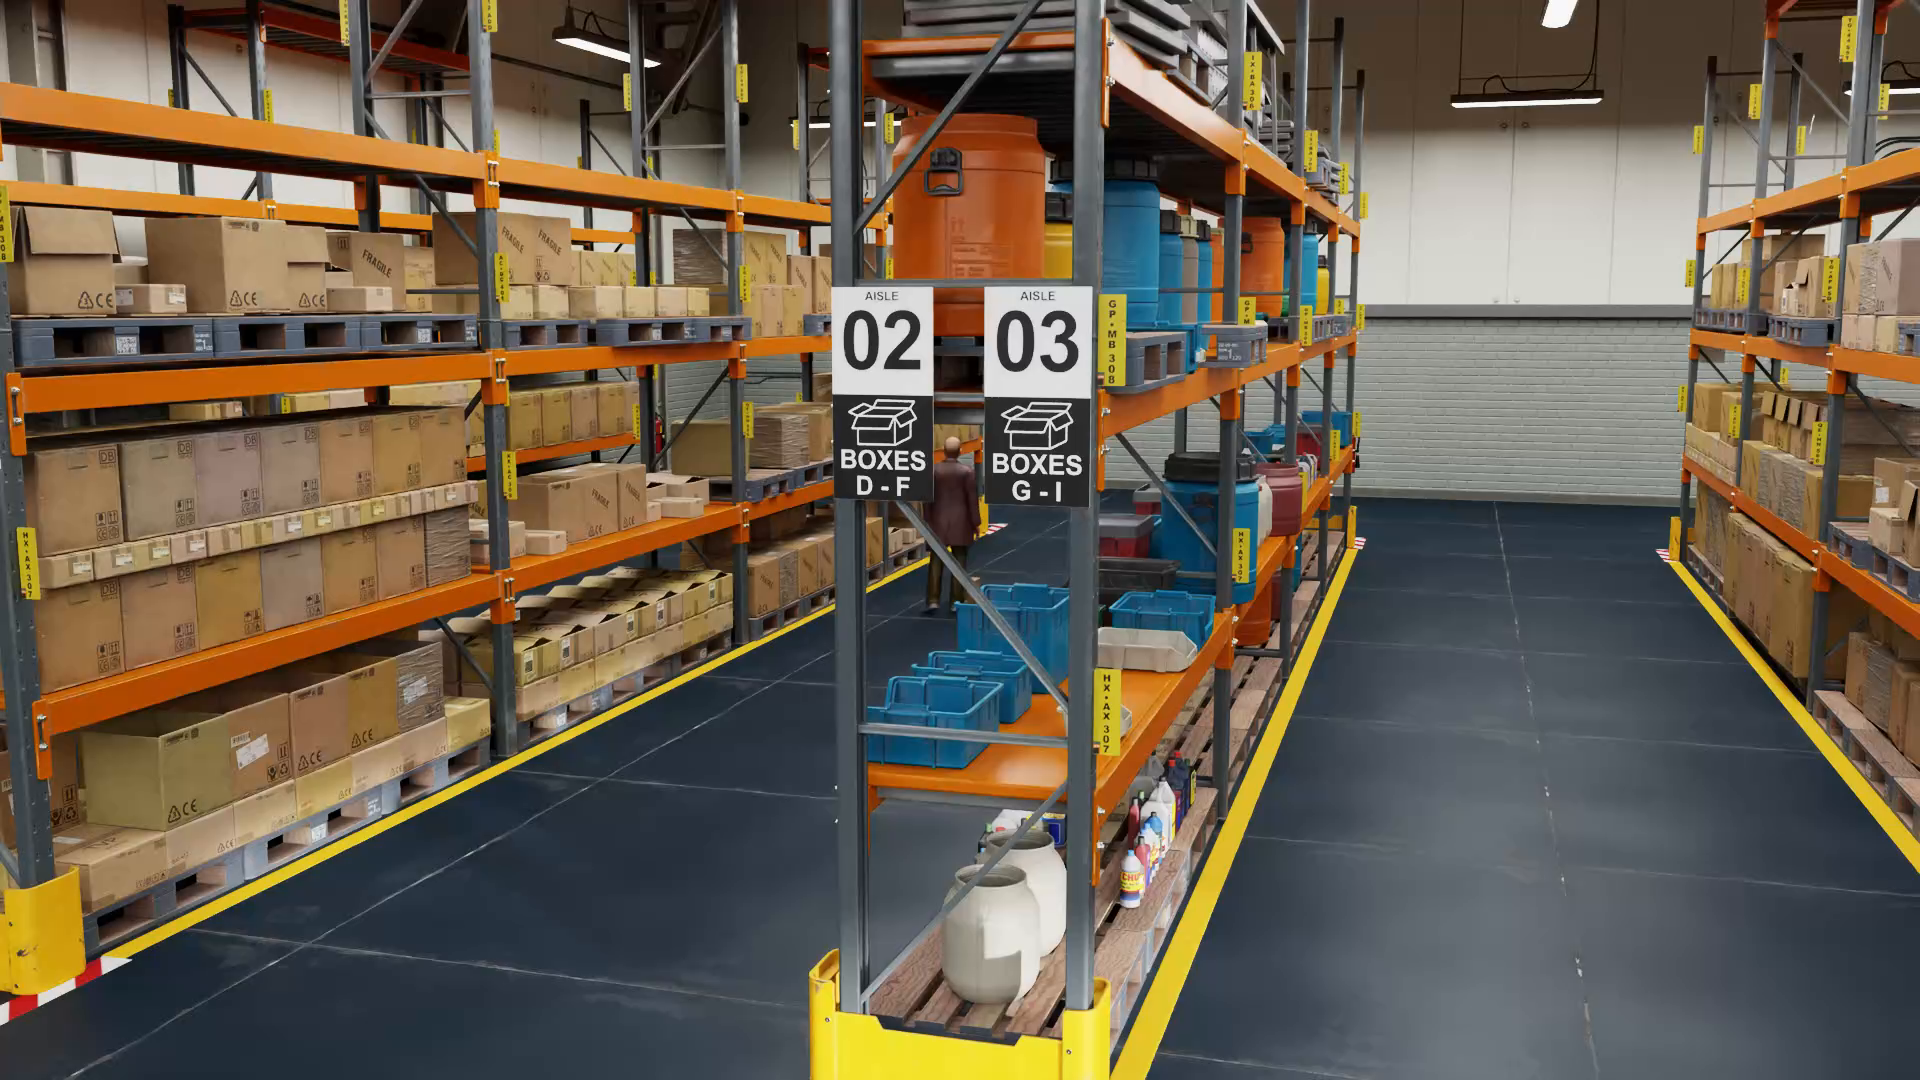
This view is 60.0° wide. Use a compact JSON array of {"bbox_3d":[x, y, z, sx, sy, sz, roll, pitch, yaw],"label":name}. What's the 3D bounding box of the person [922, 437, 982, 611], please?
[{"bbox_3d":[-0.084,-0.140,16.915,0.622,1.829,0.432,2,8,11],"label":"person"}]
